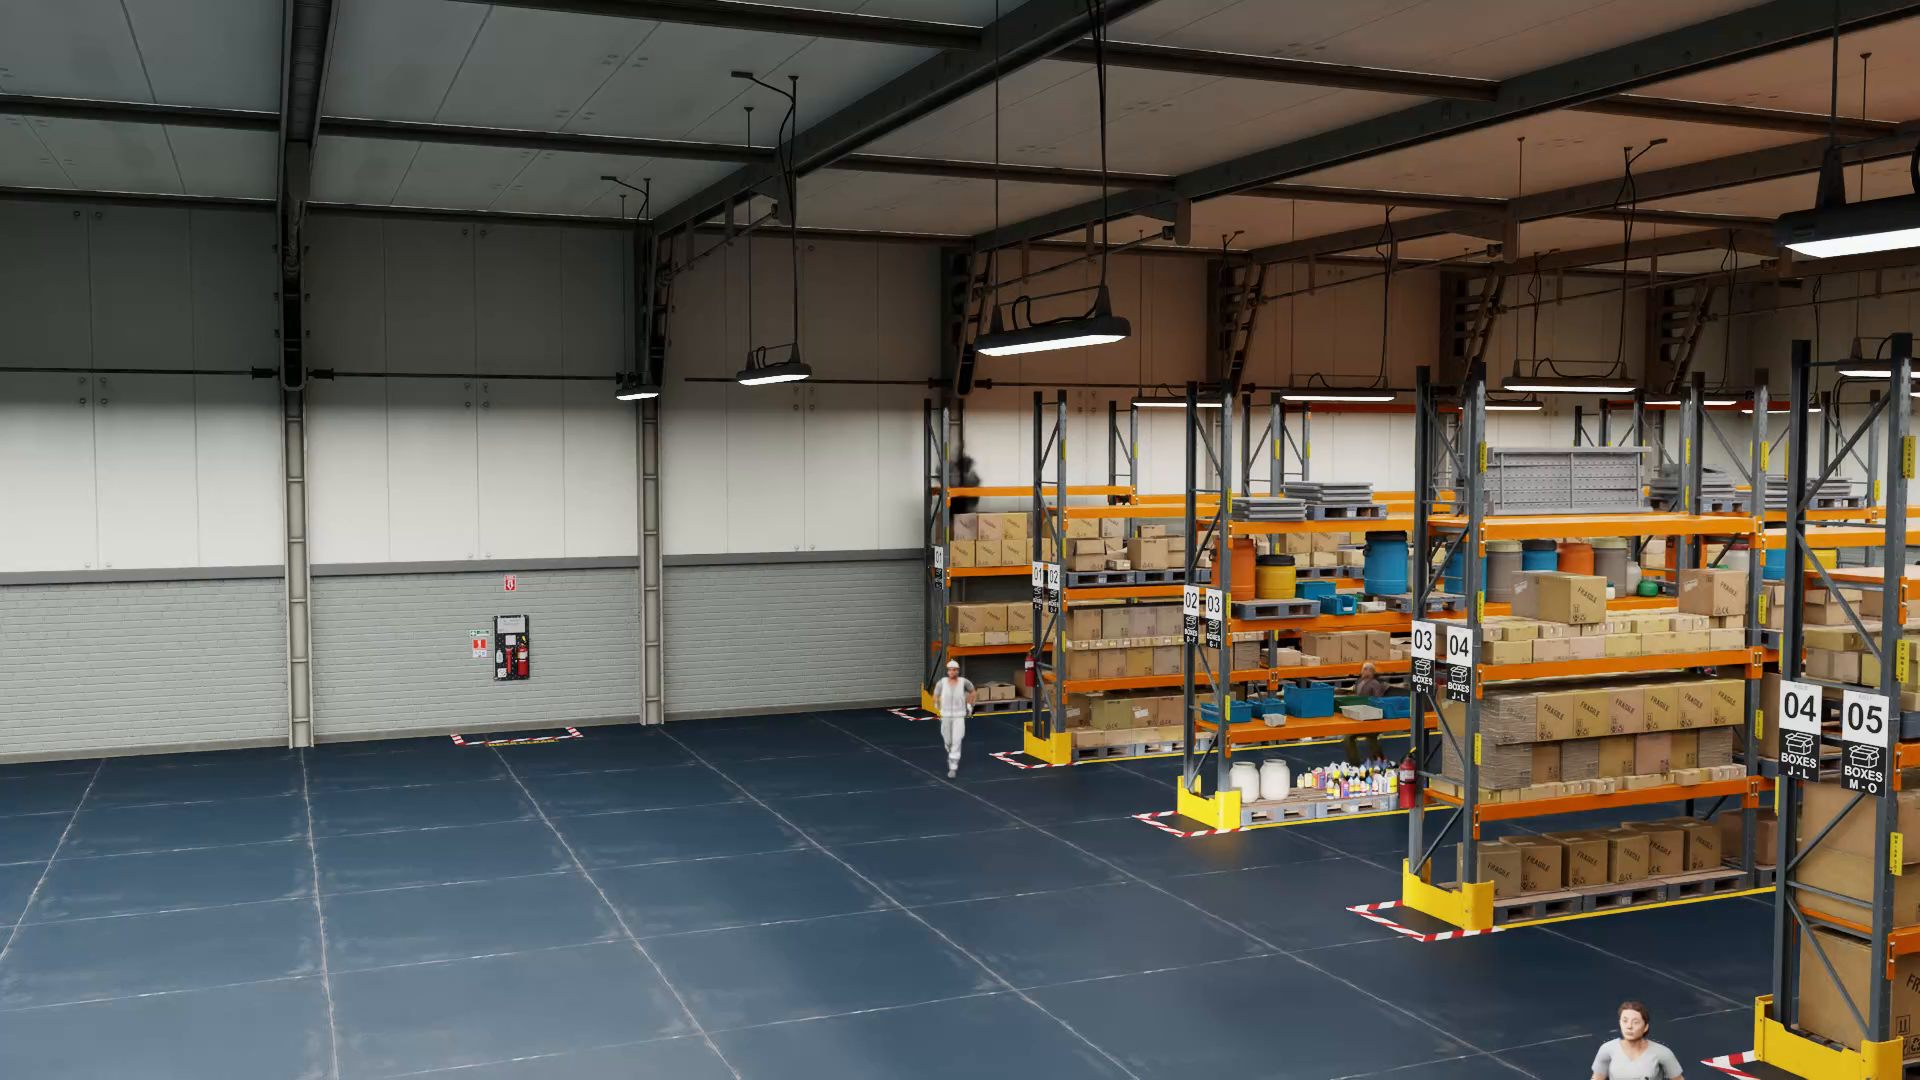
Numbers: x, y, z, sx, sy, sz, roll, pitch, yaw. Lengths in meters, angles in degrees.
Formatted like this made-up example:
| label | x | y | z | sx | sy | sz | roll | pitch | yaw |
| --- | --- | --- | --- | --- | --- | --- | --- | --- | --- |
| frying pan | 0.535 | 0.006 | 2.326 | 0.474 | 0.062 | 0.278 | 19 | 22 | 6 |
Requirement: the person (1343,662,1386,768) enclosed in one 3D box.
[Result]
| label | x | y | z | sx | sy | sz | roll | pitch | yaw |
| --- | --- | --- | --- | --- | --- | --- | --- | --- | --- |
| person | 6.179 | 2.784 | 25.417 | 0.759 | 1.842 | 0.668 | -2 | 4 | -30 |

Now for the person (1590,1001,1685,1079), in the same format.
| label | x | y | z | sx | sy | sz | roll | pitch | yaw |
| --- | --- | --- | --- | --- | --- | --- | --- | --- | --- |
| person | 4.276 | 3.734 | 10.523 | 0.571 | 1.633 | 0.535 | 2 | 4 | 27 |

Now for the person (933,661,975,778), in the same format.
| label | x | y | z | sx | sy | sz | roll | pitch | yaw |
| --- | --- | --- | --- | --- | --- | --- | --- | --- | --- |
| person | -0.099 | 2.738 | 25.815 | 0.635 | 1.769 | 1.006 | 0 | 3 | 8 |
